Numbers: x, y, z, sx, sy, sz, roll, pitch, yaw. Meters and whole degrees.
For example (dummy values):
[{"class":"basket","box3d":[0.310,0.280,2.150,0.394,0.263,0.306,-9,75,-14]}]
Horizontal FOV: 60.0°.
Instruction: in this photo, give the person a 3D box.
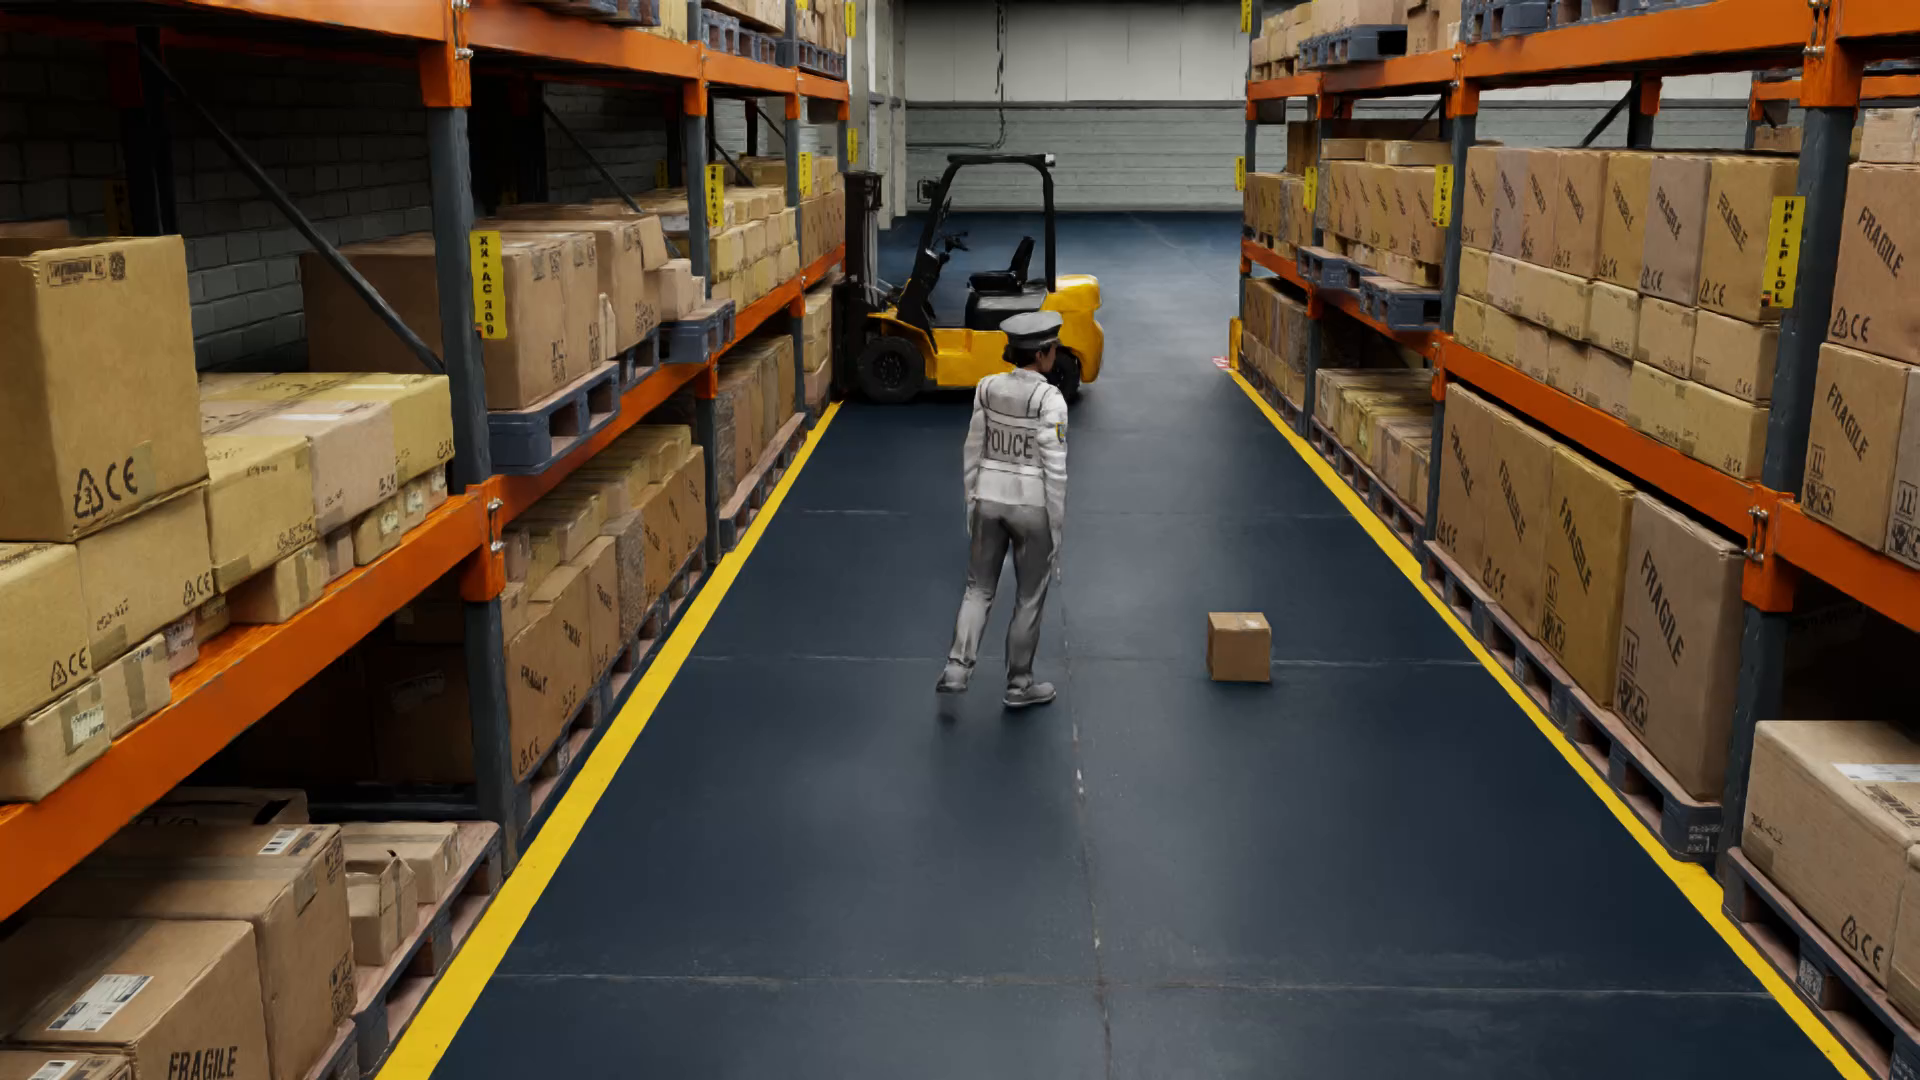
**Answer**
[{"class":"person","box3d":[0.185,-0.093,6.842,0.510,1.670,0.578,9,17,32]}]
